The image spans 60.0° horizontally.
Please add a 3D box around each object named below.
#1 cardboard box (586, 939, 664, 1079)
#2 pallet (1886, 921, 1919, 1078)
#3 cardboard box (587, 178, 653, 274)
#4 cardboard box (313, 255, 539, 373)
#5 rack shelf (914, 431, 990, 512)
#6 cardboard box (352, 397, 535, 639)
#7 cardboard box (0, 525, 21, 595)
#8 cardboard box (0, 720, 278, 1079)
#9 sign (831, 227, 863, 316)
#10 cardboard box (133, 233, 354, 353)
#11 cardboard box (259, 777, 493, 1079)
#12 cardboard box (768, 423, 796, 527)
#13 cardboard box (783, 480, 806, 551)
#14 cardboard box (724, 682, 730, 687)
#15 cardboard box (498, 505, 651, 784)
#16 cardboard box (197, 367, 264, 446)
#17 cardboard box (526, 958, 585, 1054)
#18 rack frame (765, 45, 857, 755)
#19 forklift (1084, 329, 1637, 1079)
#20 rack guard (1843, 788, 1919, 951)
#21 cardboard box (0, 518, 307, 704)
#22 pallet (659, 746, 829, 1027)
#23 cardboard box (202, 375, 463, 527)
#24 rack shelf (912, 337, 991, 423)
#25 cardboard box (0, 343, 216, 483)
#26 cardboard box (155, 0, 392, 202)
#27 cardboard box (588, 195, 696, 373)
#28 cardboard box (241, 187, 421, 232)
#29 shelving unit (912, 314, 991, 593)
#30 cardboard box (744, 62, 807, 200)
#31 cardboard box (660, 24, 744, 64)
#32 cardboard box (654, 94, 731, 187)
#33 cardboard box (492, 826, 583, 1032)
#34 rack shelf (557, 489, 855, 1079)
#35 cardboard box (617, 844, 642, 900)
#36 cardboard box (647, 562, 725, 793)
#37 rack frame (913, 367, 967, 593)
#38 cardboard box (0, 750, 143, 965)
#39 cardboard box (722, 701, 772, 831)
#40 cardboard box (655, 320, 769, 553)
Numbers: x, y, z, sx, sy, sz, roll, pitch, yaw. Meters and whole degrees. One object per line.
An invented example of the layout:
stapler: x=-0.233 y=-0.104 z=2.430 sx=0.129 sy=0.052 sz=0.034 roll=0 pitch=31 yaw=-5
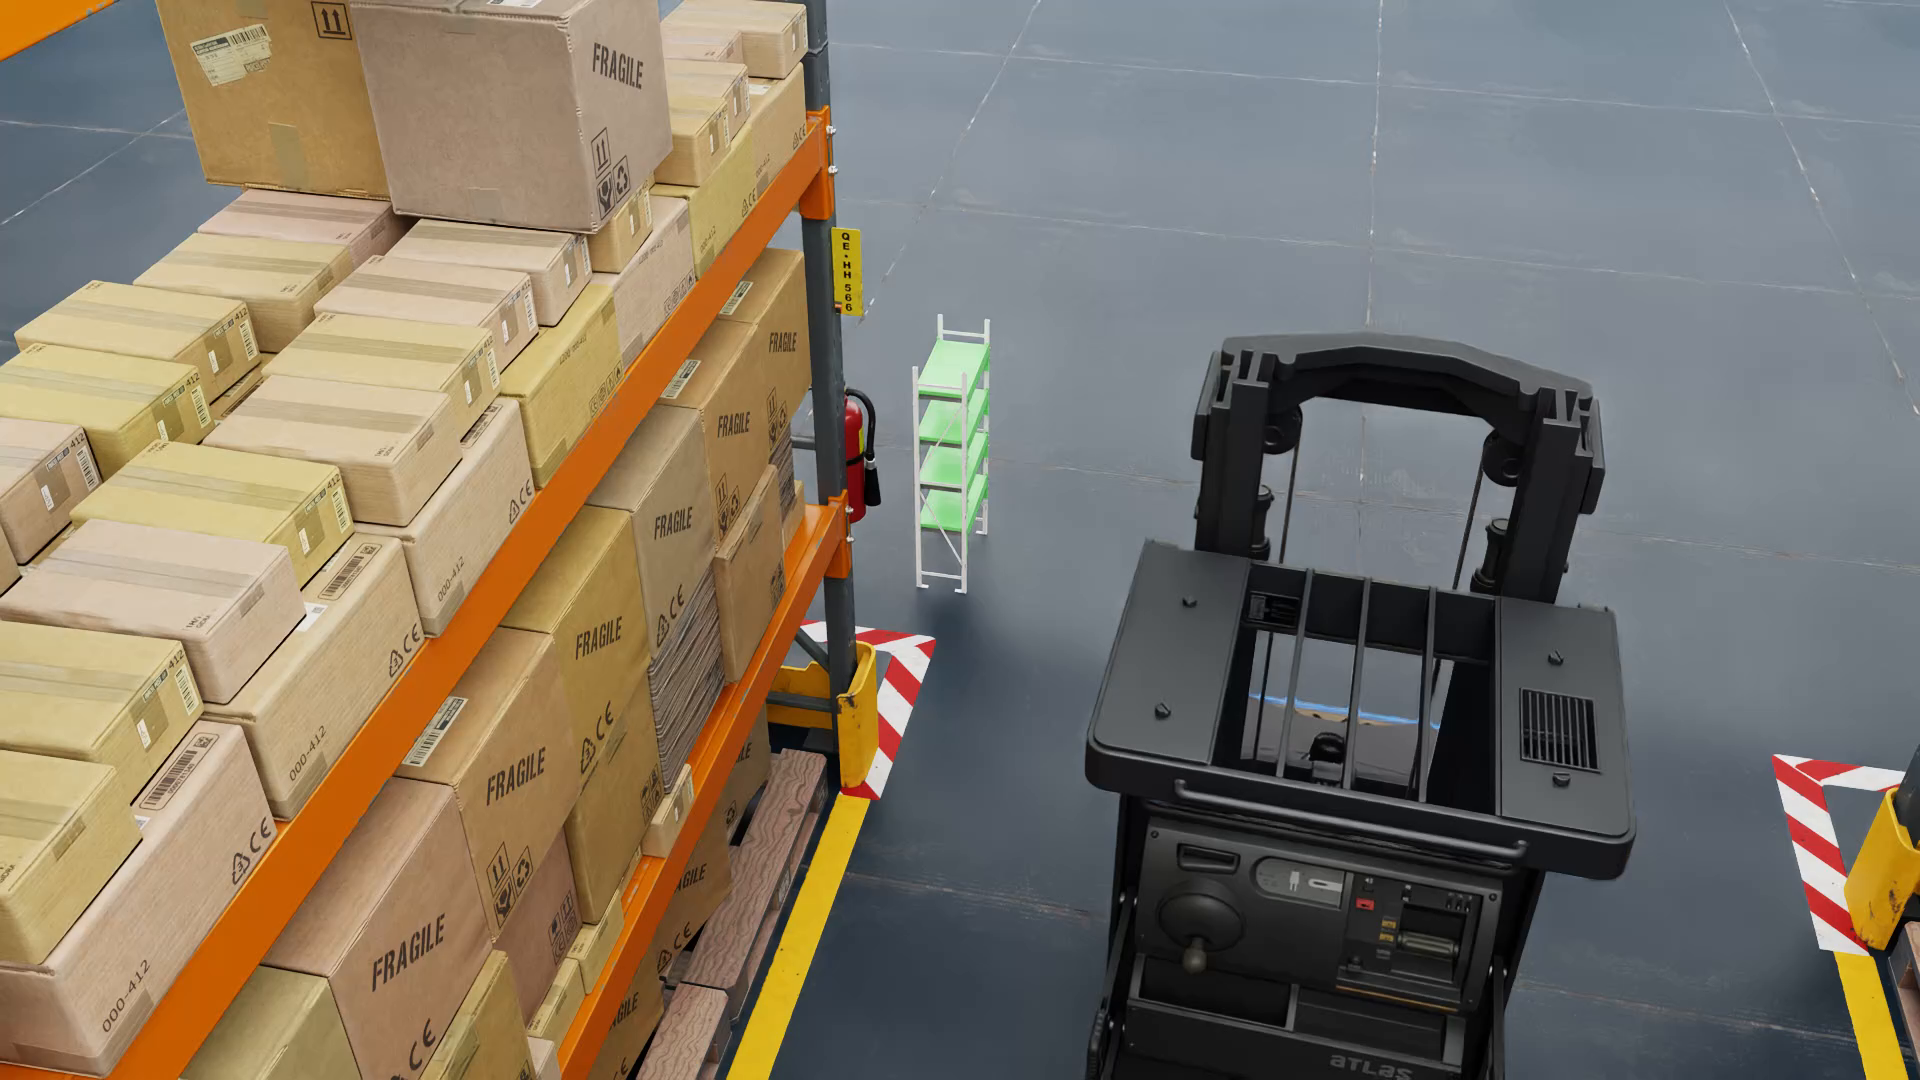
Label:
cardboard box: x=-1.320 y=1.500 z=5.397 sx=0.500 sy=0.500 sz=0.500 roll=11 pitch=37 yaw=14
pallet: x=3.766 y=1.863 z=5.500 sx=1.003 sy=0.211 sz=1.213 roll=7 pitch=37 yaw=10
cardboard box: x=-0.963 y=-0.774 z=3.994 sx=0.380 sy=0.149 sz=0.250 roll=6 pitch=36 yaw=8
cardboard box: x=-1.144 y=-0.476 z=3.583 sx=0.380 sy=0.149 sz=0.250 roll=8 pitch=37 yaw=11
rack shelf: x=-0.035 y=-0.339 z=7.804 sx=0.258 sy=0.148 sz=0.480 roll=7 pitch=37 yaw=10
cardboard box: x=-1.207 y=-0.076 z=3.370 sx=0.500 sy=0.250 sz=0.500 roll=6 pitch=36 yaw=8
cardboard box: x=-1.875 y=0.057 z=2.847 sx=0.380 sy=0.149 sz=0.250 roll=6 pitch=36 yaw=8
cardboard box: x=-1.432 y=0.512 z=2.560 sx=0.500 sy=0.250 sz=0.500 roll=6 pitch=36 yaw=8
sign: x=-0.386 y=-0.918 z=5.704 sx=0.100 sy=0.325 sz=0.005 roll=7 pitch=37 yaw=10
cardboard box: x=-1.571 y=-0.546 z=3.680 sx=0.380 sy=0.149 sz=0.250 roll=6 pitch=36 yaw=8
cardboard box: x=-1.328 y=0.813 z=3.382 sx=0.500 sy=0.500 sz=0.500 roll=7 pitch=37 yaw=10
cardboard box: x=-1.068 y=-0.251 z=5.702 sx=0.875 sy=0.500 sz=0.500 roll=7 pitch=37 yaw=10
cardboard box: x=-0.783 y=-0.111 z=6.061 sx=0.380 sy=0.149 sz=0.250 roll=7 pitch=37 yaw=10
cardboard box: x=-0.908 y=0.323 z=5.462 sx=0.380 sy=0.149 sz=0.250 roll=7 pitch=37 yaw=10
cardboard box: x=-1.125 y=0.238 z=4.175 sx=0.500 sy=0.500 sz=0.500 roll=7 pitch=37 yaw=10
cardboard box: x=-1.710 y=-0.148 z=3.469 sx=0.500 sy=0.250 sz=0.500 roll=7 pitch=37 yaw=10
cardboard box: x=-1.195 y=1.188 z=4.269 sx=0.380 sy=0.149 sz=0.250 roll=7 pitch=37 yaw=10
rack frame: x=-0.924 y=-0.402 z=6.248 sx=1.000 sy=3.000 sz=0.127 roll=7 pitch=37 yaw=10
forklift: x=0.894 y=1.078 z=4.265 sx=1.130 sy=2.935 sz=3.031 roll=9 pitch=37 yaw=12
rack guard: x=3.945 y=1.281 z=6.057 sx=1.175 sy=0.500 sz=0.348 roll=7 pitch=37 yaw=10
cardboard box: x=-1.338 y=0.114 z=2.769 sx=0.380 sy=0.149 sz=0.250 roll=8 pitch=37 yaw=10
pallet: x=-1.148 y=1.232 z=6.370 sx=1.003 sy=0.211 sz=1.213 roll=7 pitch=37 yaw=10
cardboard box: x=-1.186 y=-0.174 z=3.165 sx=0.380 sy=0.149 sz=0.250 roll=7 pitch=36 yaw=9
rack shelf: x=-0.035 y=-0.728 z=7.523 sx=0.258 sy=0.148 sz=0.480 roll=7 pitch=37 yaw=10
cardboard box: x=-1.714 y=-0.243 z=3.261 sx=0.380 sy=0.149 sz=0.250 roll=9 pitch=37 yaw=12
cardboard box: x=-1.504 y=-1.163 z=3.977 sx=0.500 sy=0.500 sz=0.500 roll=7 pitch=37 yaw=10
cardboard box: x=-1.000 y=-0.668 z=4.188 sx=0.500 sy=0.250 sz=0.500 roll=8 pitch=37 yaw=11
cardboard box: x=-1.519 y=-0.847 z=4.094 sx=0.380 sy=0.149 sz=0.250 roll=6 pitch=36 yaw=8
shelving unit: x=-0.035 y=-0.391 z=7.767 sx=0.258 sy=1.200 sz=0.503 roll=7 pitch=37 yaw=10
cardboard box: x=-0.778 y=-1.247 z=4.987 sx=0.500 sy=0.250 sz=0.500 roll=8 pitch=37 yaw=11
cardboard box: x=-0.848 y=-1.384 z=4.836 sx=0.380 sy=0.149 sz=0.250 roll=6 pitch=36 yaw=8
cardboard box: x=-0.830 y=-1.067 z=4.398 sx=0.380 sy=0.149 sz=0.250 roll=8 pitch=37 yaw=10
cardboard box: x=-1.472 y=0.899 z=4.115 sx=0.875 sy=0.500 sz=0.500 roll=7 pitch=37 yaw=10
rack shelf: x=-1.351 y=1.036 z=4.878 sx=1.077 sy=0.370 sz=4.000 roll=7 pitch=37 yaw=10
cardboard box: x=-1.122 y=0.897 z=4.671 sx=0.380 sy=0.149 sz=0.250 roll=7 pitch=37 yaw=10
cardboard box: x=-1.206 y=0.332 z=4.897 sx=0.875 sy=0.500 sz=0.500 roll=7 pitch=37 yaw=10
rack frame: x=-0.087 y=-0.251 z=7.574 sx=0.240 sy=1.200 sz=0.015 roll=7 pitch=37 yaw=10
cardboard box: x=-1.407 y=0.428 z=2.335 sx=0.380 sy=0.149 sz=0.250 roll=6 pitch=36 yaw=9
cardboard box: x=-1.073 y=0.796 z=6.368 sx=0.500 sy=0.500 sz=0.500 roll=14 pitch=38 yaw=19
cardboard box: x=-0.901 y=-0.334 z=4.964 sx=0.500 sy=0.500 sz=0.500 roll=7 pitch=37 yaw=10
